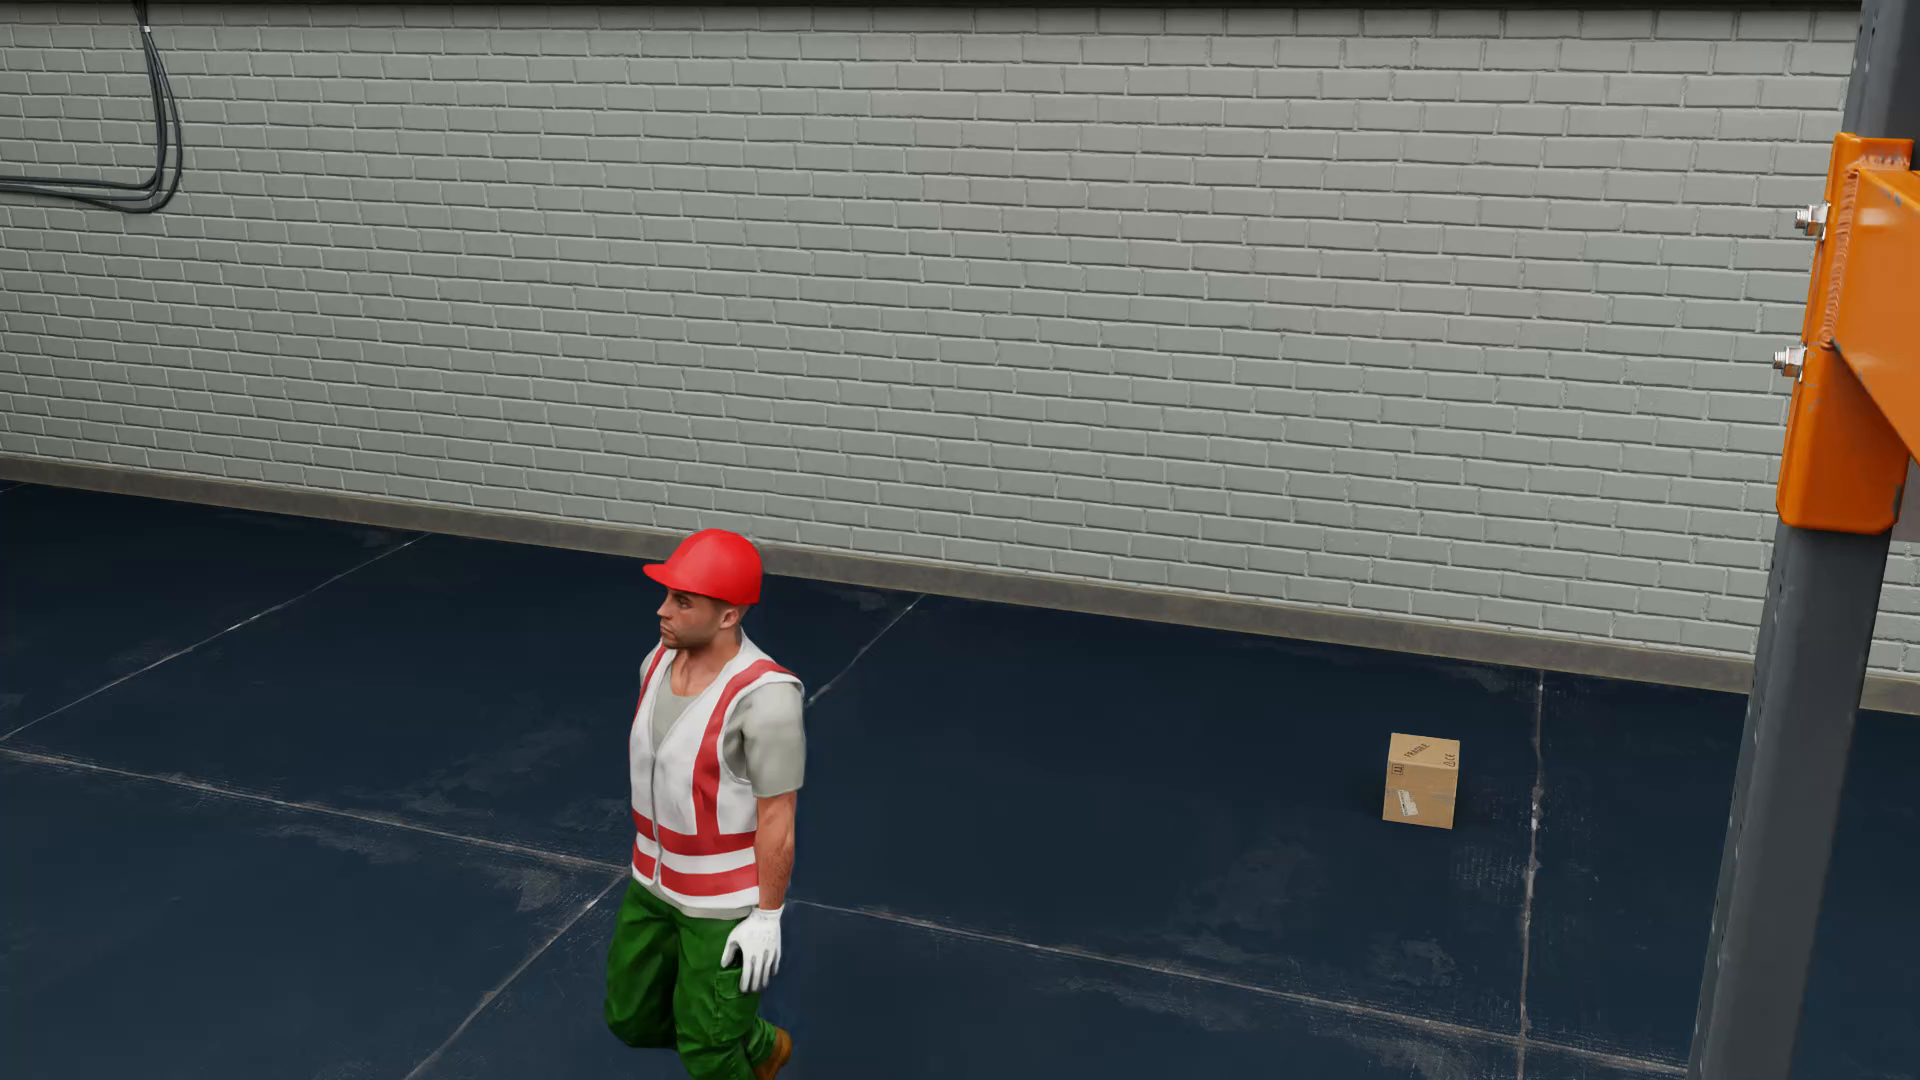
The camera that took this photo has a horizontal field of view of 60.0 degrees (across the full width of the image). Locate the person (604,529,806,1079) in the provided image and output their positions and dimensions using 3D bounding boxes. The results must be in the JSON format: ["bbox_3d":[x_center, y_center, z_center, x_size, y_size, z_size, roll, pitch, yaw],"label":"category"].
[{"bbox_3d":[-0.583,0.819,4.003,0.537,1.782,0.569,17,25,41],"label":"person"}]
